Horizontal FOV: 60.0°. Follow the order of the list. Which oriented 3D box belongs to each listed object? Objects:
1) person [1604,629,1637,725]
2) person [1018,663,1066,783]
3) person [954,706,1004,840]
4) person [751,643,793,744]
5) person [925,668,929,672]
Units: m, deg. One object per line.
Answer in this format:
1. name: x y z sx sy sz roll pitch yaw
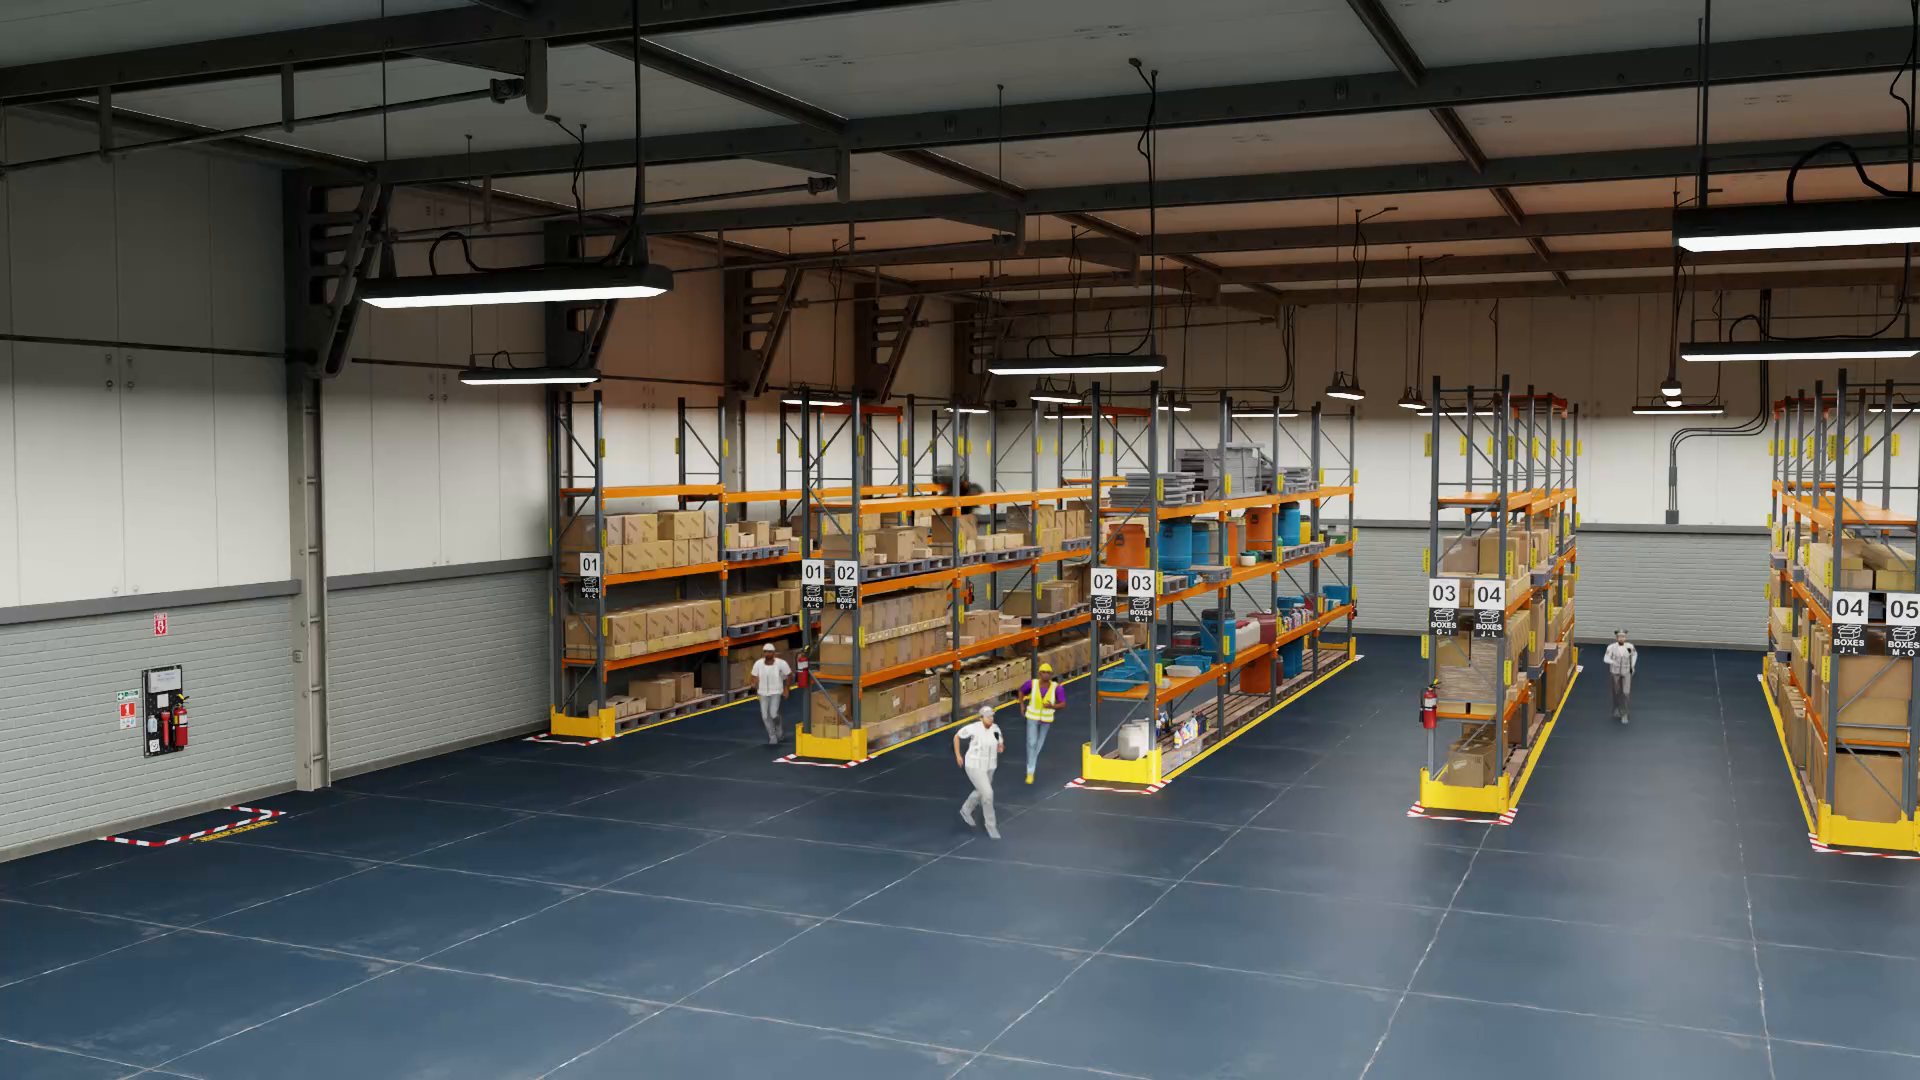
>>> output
1. person: 12.099 2.469 30.475 0.562 1.719 0.857 1 3 23
2. person: 1.243 2.763 25.211 0.699 1.830 0.821 0 3 -4
3. person: 0.260 2.991 21.604 0.627 1.712 0.890 -2 4 -35
4. person: -3.208 2.599 28.019 0.698 1.718 0.575 1 3 10
5. person: -0.789 2.014 34.847 0.550 1.744 0.762 1 3 14
